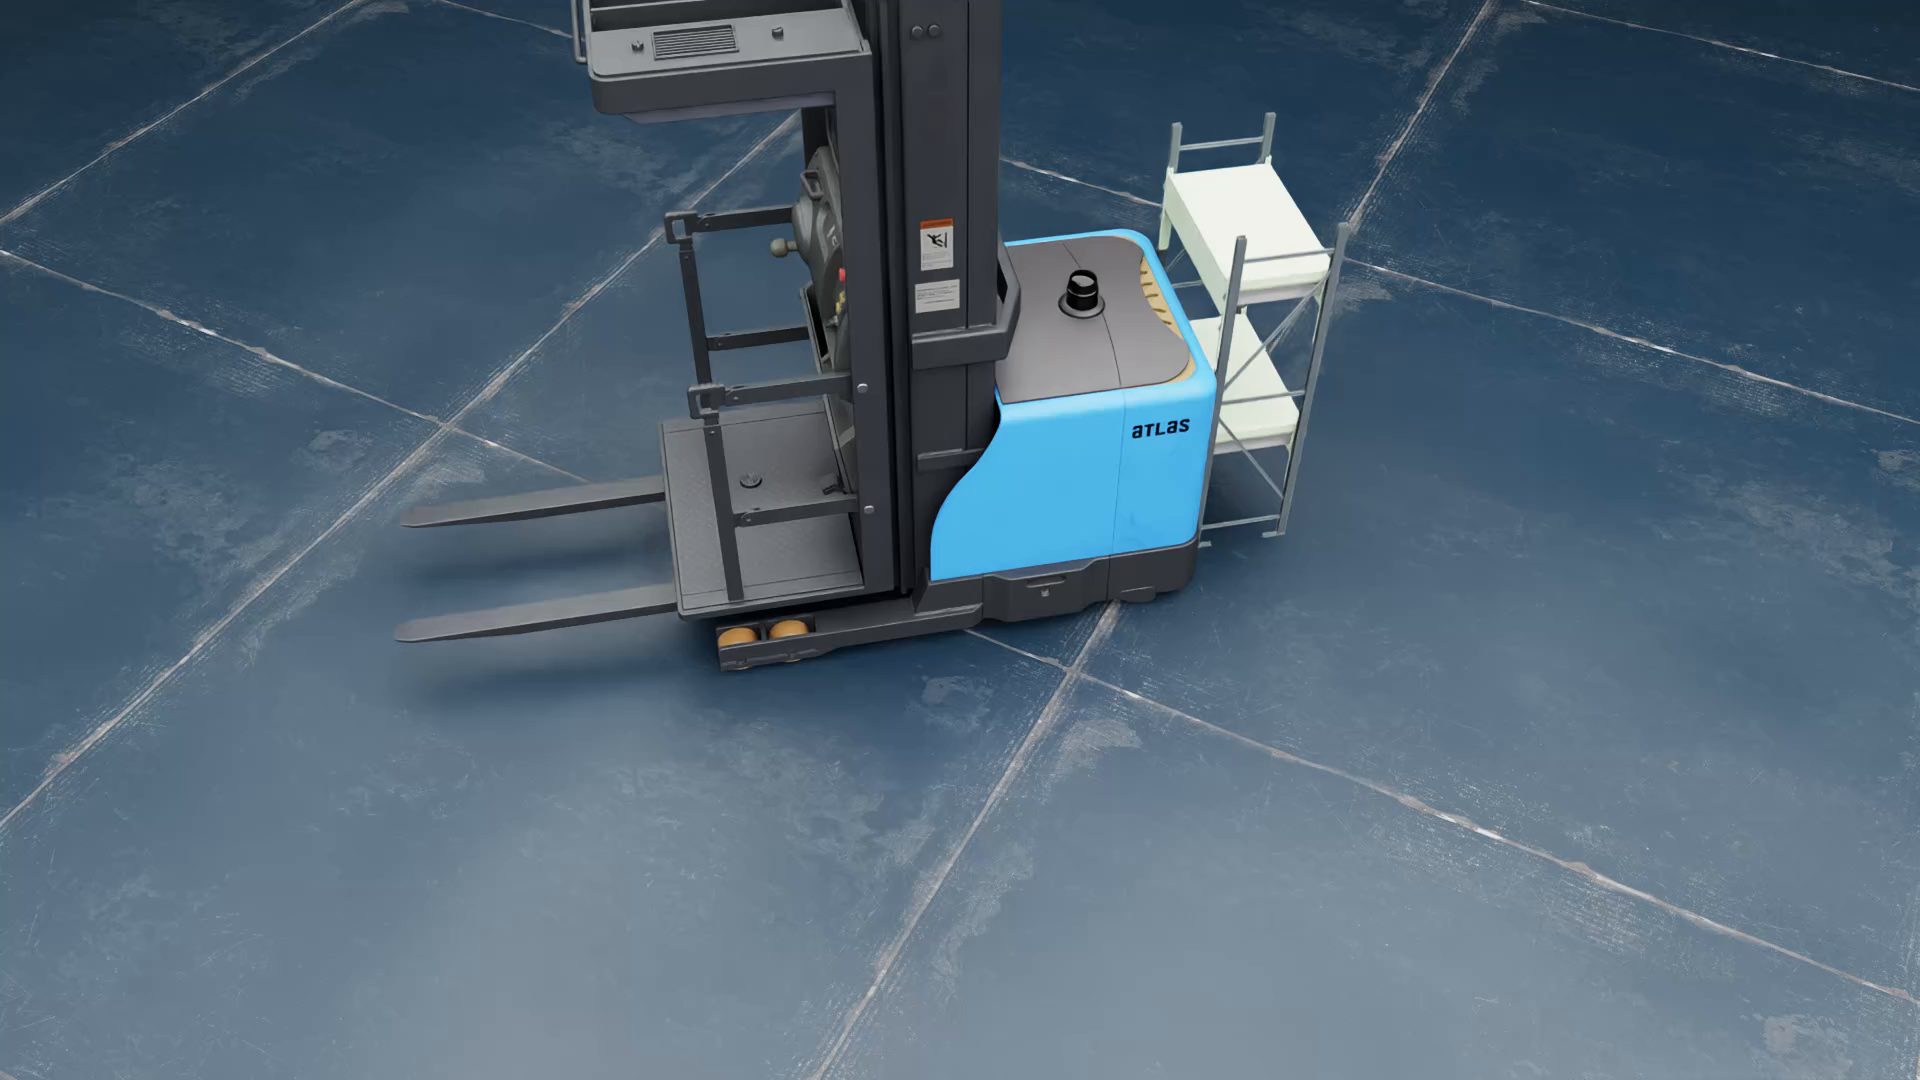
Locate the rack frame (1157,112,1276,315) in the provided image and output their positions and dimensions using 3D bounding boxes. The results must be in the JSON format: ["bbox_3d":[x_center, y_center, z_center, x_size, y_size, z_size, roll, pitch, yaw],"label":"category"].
[{"bbox_3d":[0.975,-1.037,6.717,0.400,1.500,0.023,-8,46,-9],"label":"rack frame"}]

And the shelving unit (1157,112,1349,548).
[{"bbox_3d":[1.053,-0.782,6.466,0.431,1.500,0.755,-8,46,-9],"label":"shelving unit"}]

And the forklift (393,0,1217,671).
[{"bbox_3d":[-0.652,-0.953,5.631,3.031,2.935,1.130,-8,46,-8],"label":"forklift"}]

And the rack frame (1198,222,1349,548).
[{"bbox_3d":[1.131,-0.528,6.214,0.400,1.500,0.023,-8,46,-9],"label":"rack frame"}]

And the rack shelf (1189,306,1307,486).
[{"bbox_3d":[1.050,-0.553,6.697,0.431,0.370,0.720,-8,46,-9],"label":"rack shelf"}]

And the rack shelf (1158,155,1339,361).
[{"bbox_3d":[1.057,-1.057,6.189,0.431,0.370,0.720,-8,46,-9],"label":"rack shelf"}]
